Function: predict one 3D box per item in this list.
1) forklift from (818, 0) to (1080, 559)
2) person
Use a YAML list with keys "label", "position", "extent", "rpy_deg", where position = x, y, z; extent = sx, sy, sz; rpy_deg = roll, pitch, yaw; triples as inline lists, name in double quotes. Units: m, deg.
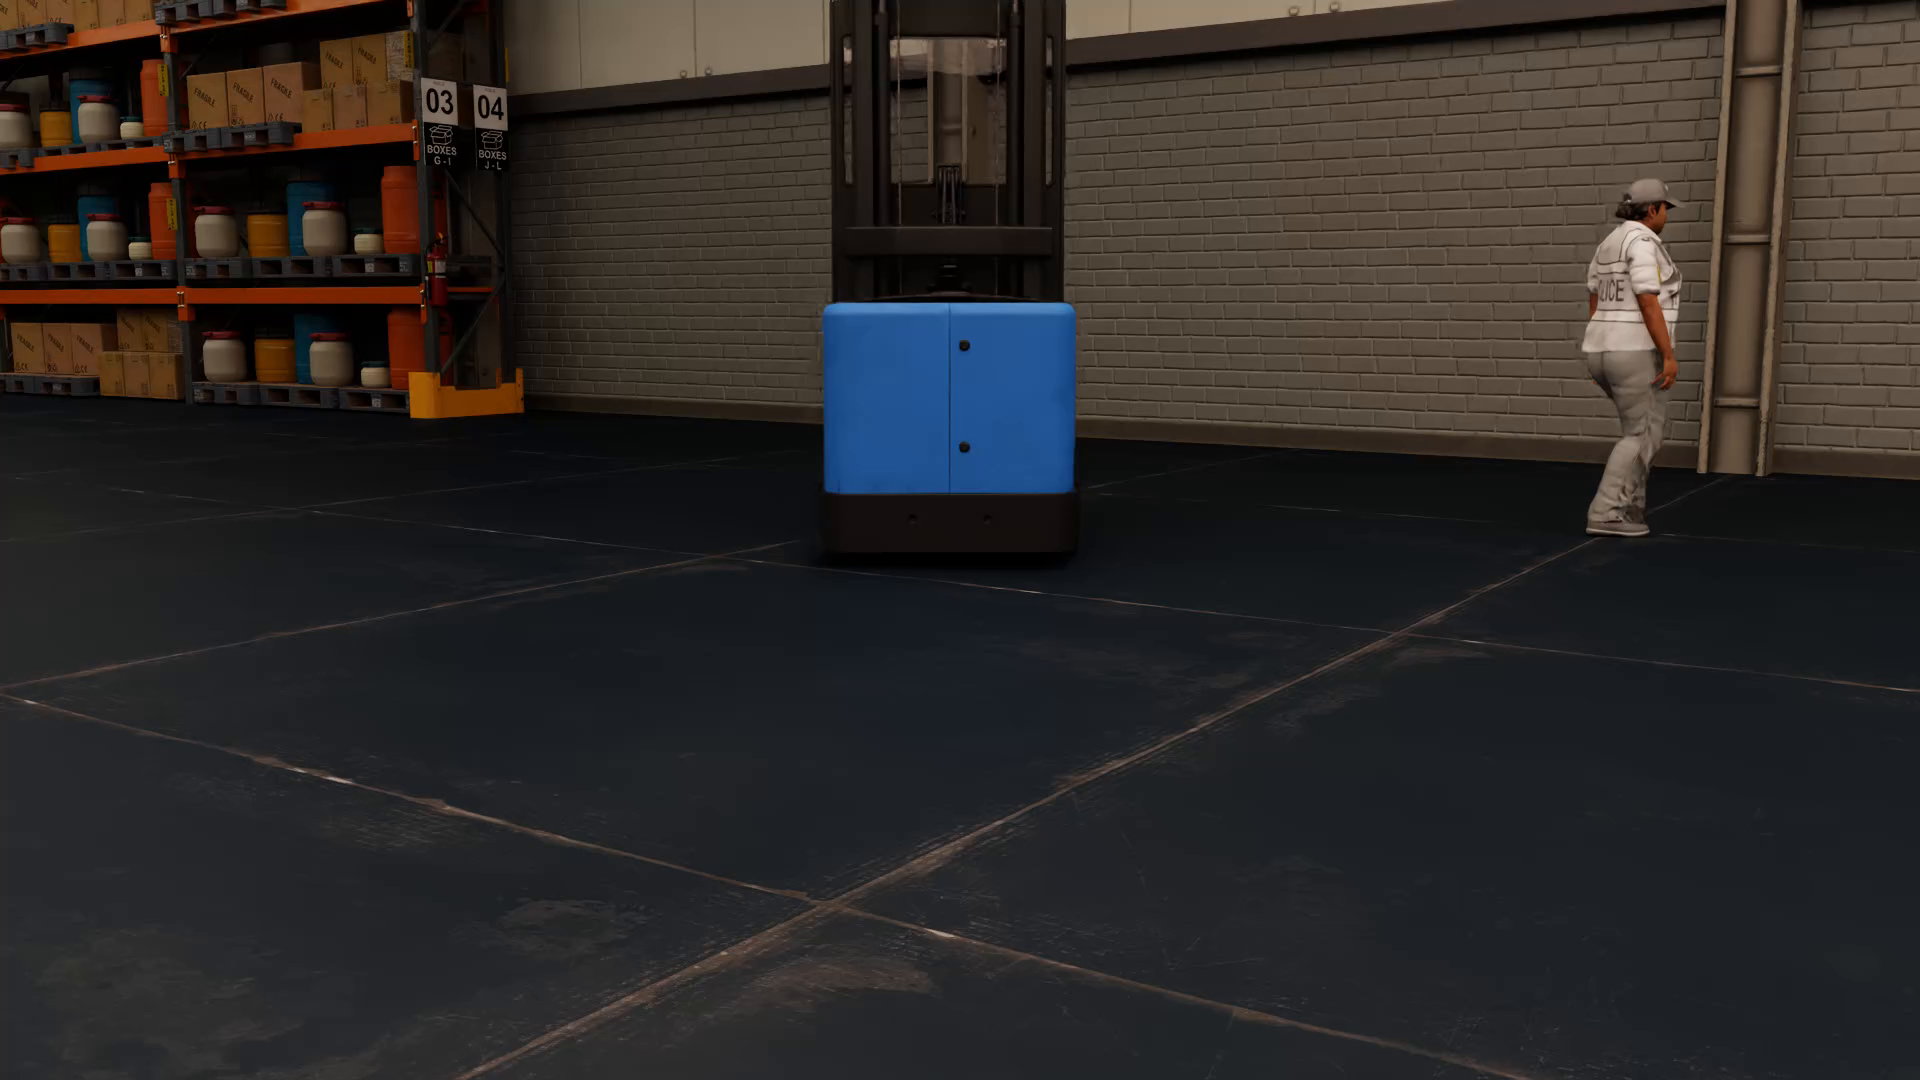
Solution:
- label: "forklift"
  position: [-0.059, -1.541, 8.032]
  extent: [1.130, 2.935, 3.031]
  rpy_deg: [0, 8, -1]
- label: "person"
  position: [3.149, -0.811, 7.736]
  extent: [0.481, 1.714, 0.589]
  rpy_deg: [0, 8, -3]
